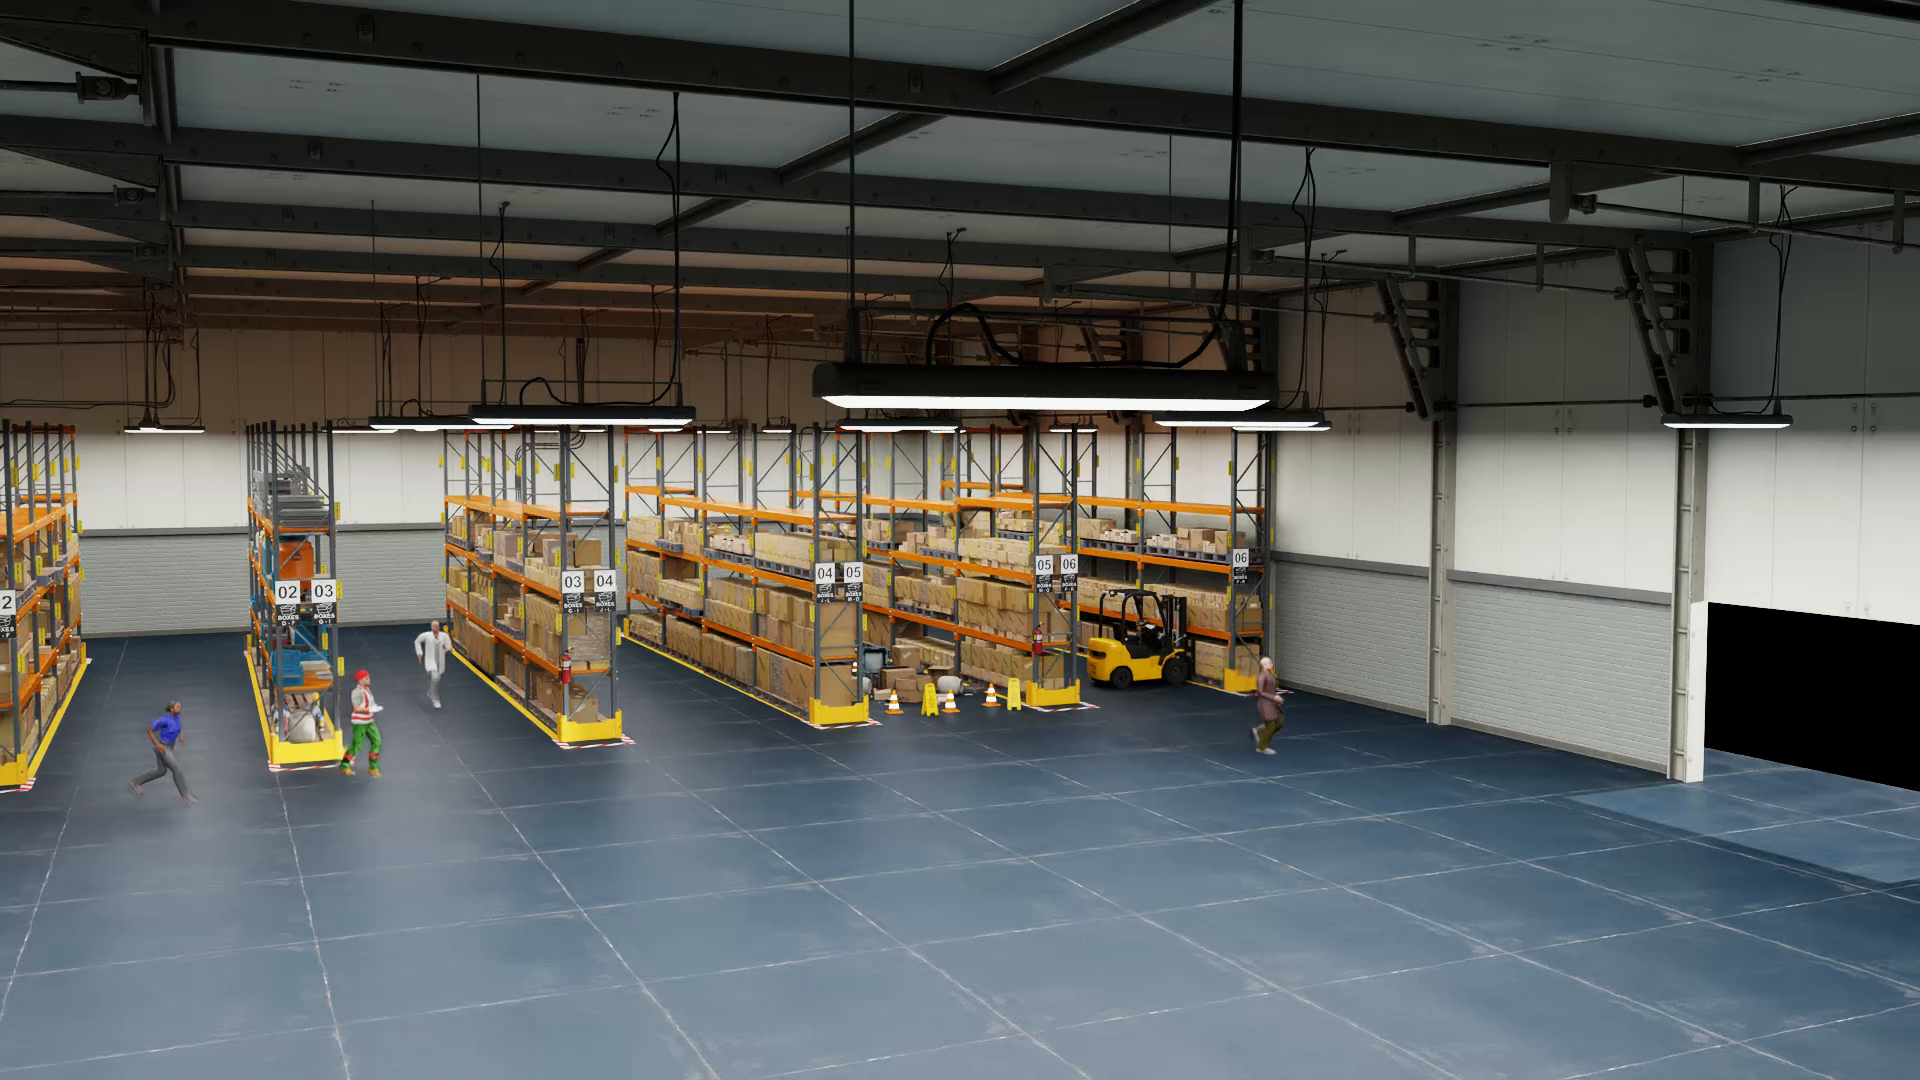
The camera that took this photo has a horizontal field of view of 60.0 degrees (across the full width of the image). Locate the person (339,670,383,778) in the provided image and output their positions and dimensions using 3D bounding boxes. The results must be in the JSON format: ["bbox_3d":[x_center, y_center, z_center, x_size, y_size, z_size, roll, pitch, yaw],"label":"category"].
[{"bbox_3d":[-9.990,3.101,27.802,0.786,1.866,0.672,0,4,7],"label":"person"}]

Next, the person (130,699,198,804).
[{"bbox_3d":[-12.410,3.301,25.900,1.039,1.653,0.579,0,4,-1],"label":"person"}]

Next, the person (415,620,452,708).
[{"bbox_3d":[-11.153,2.625,35.325,0.666,1.845,0.937,-3,5,-39],"label":"person"}]

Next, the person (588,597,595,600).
[{"bbox_3d":[-9.929,2.066,45.383,0.618,1.725,0.690,-1,4,-18],"label":"person"}]

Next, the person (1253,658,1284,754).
[{"bbox_3d":[5.553,2.987,29.957,0.633,1.736,0.707,2,4,28],"label":"person"}]
